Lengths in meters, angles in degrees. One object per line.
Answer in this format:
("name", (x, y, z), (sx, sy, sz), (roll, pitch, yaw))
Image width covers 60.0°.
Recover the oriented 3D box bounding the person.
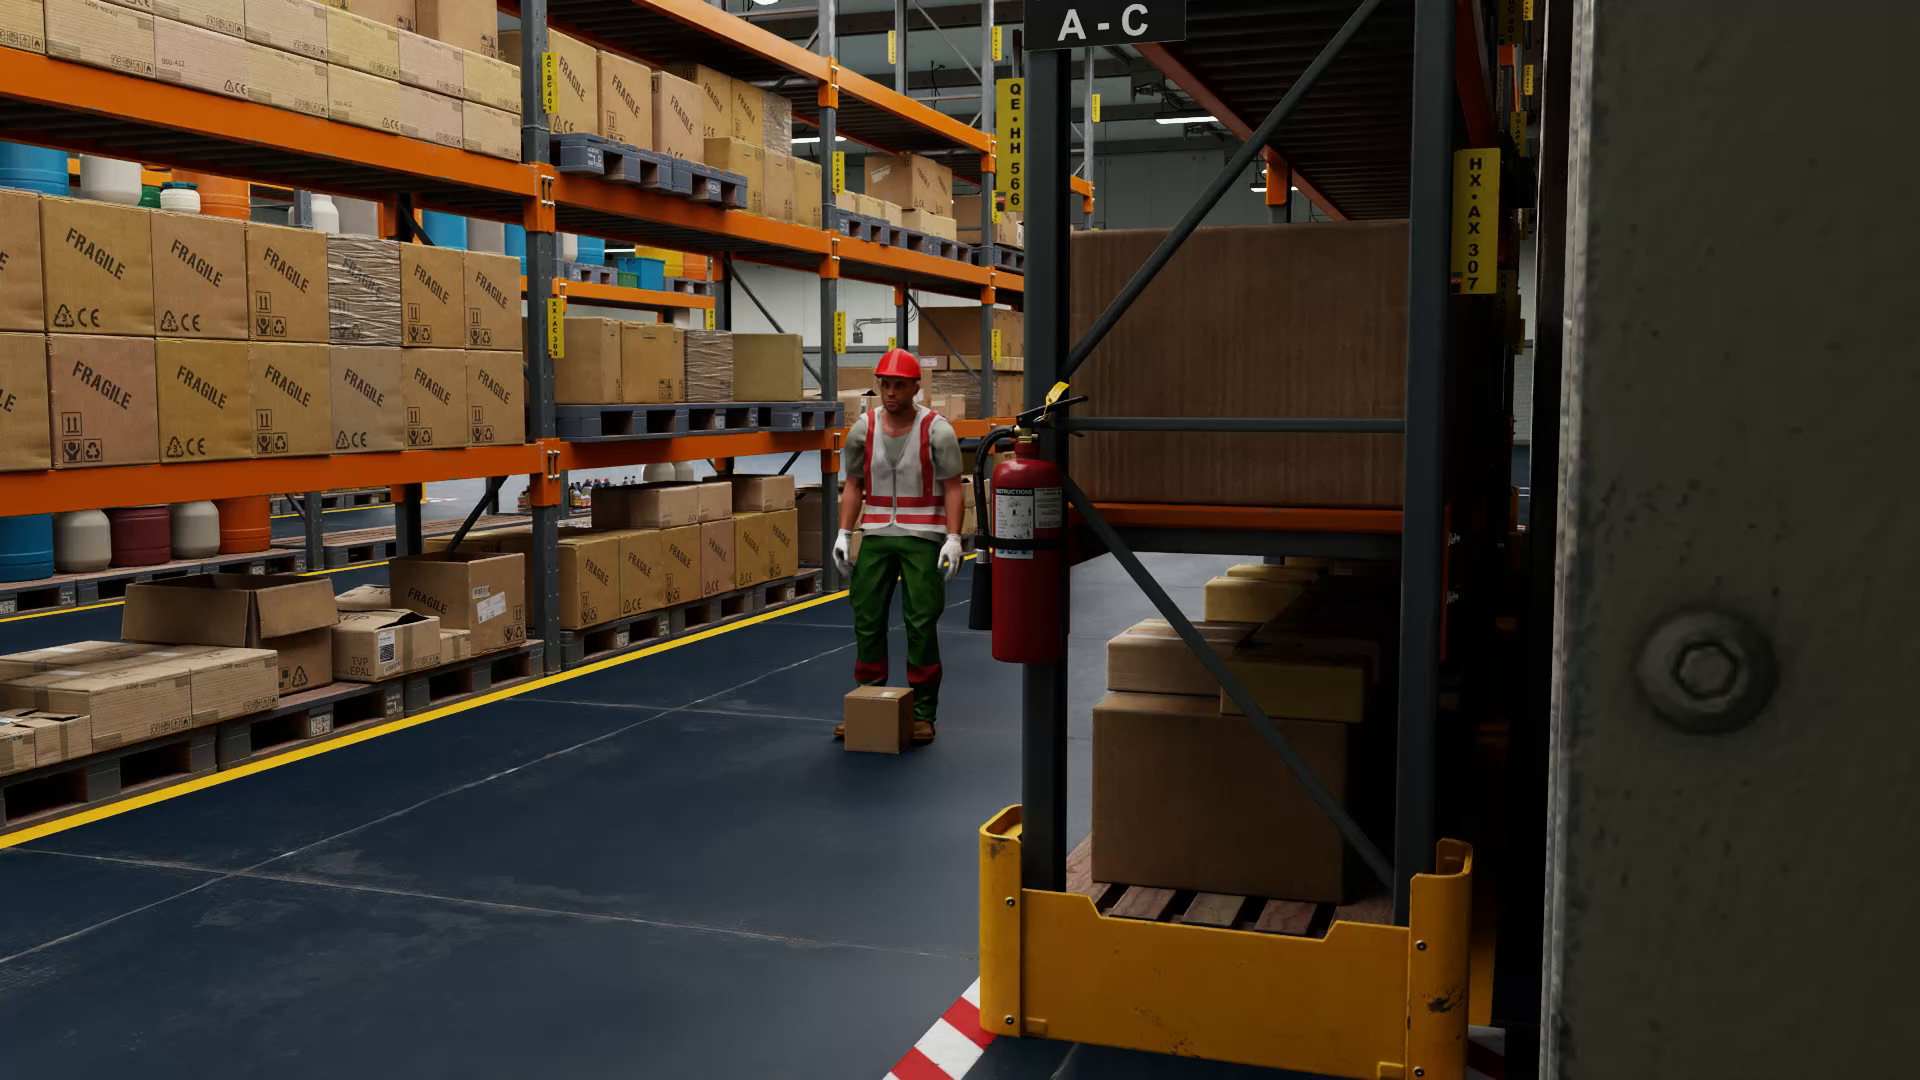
("person", (-0.278, 0.024, 7.582), (0.623, 1.779, 0.452), (2, 5, 17))
